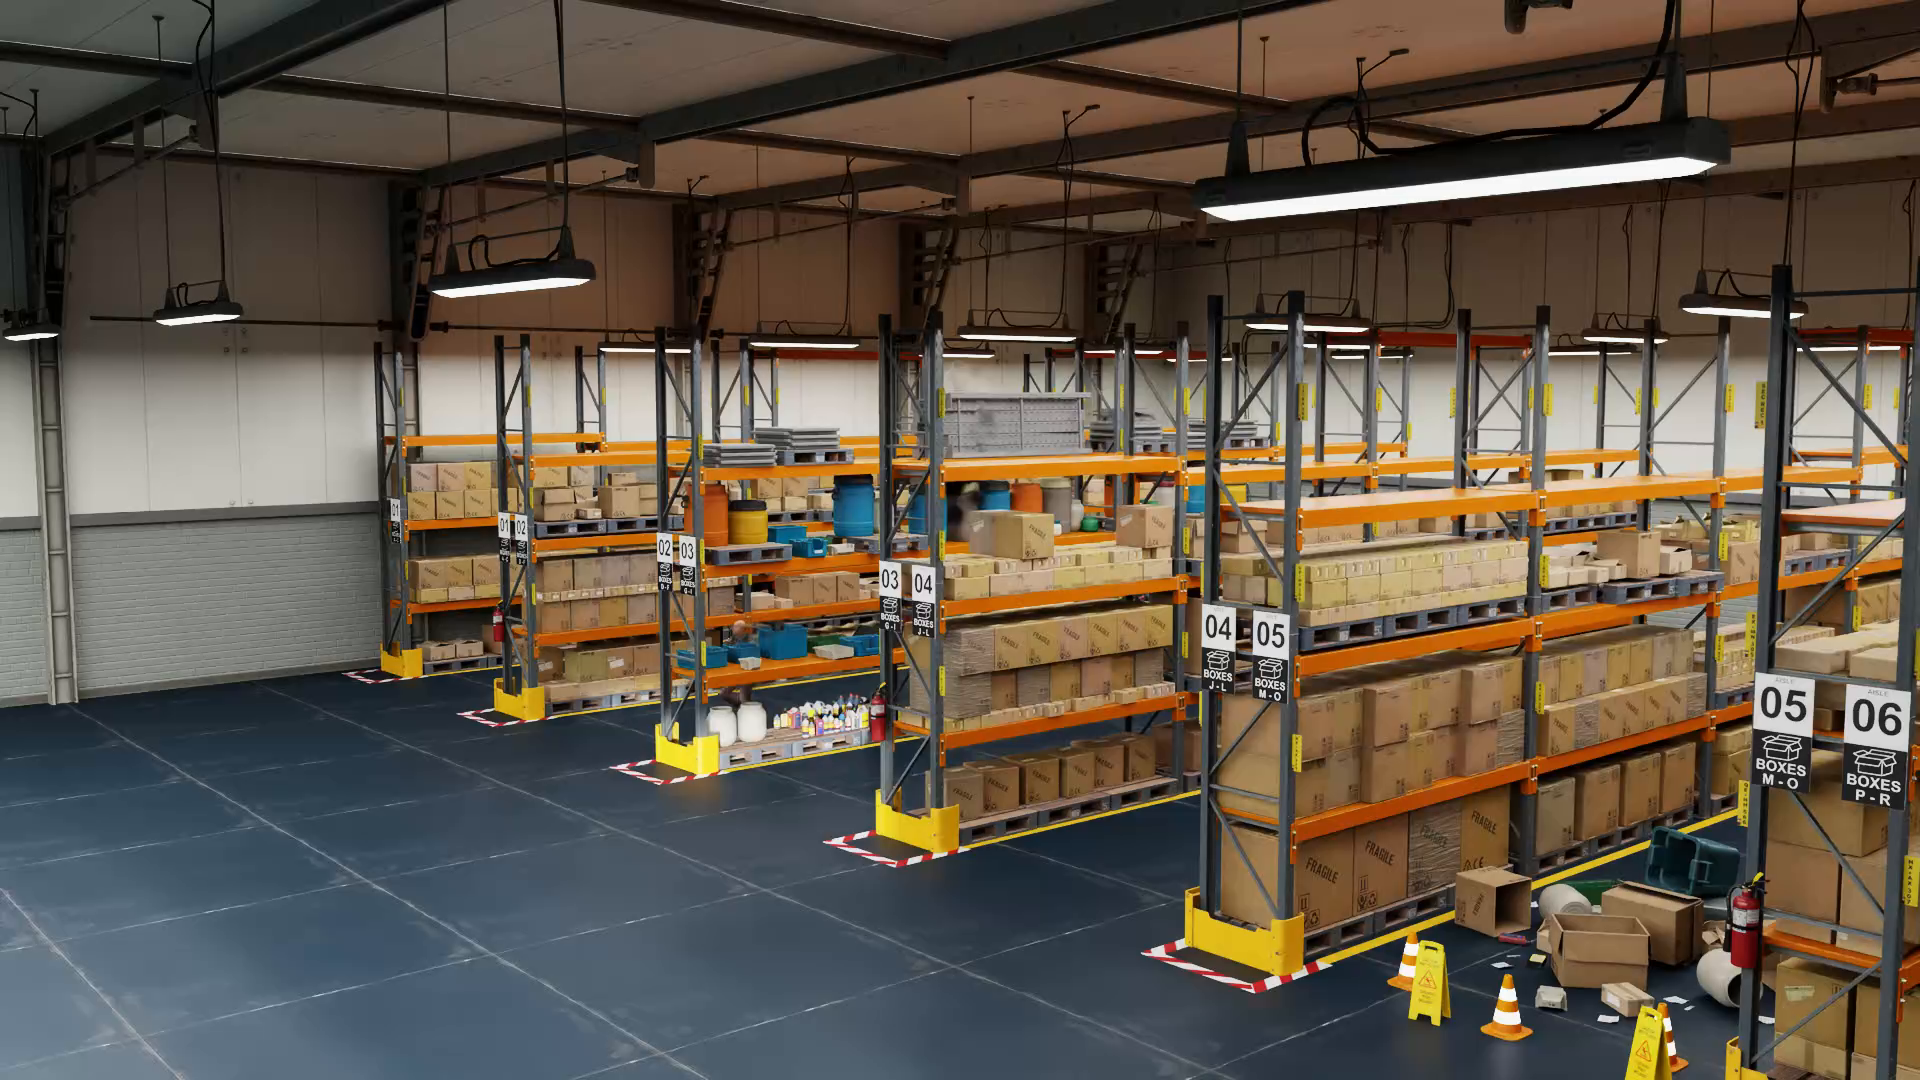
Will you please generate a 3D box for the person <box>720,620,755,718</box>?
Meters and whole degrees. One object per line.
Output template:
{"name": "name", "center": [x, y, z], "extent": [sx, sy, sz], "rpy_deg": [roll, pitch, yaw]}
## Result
{"name": "person", "center": [-3.315, 2.026, 25.274], "extent": [0.596, 1.641, 0.712], "rpy_deg": [5, 7, 42]}
